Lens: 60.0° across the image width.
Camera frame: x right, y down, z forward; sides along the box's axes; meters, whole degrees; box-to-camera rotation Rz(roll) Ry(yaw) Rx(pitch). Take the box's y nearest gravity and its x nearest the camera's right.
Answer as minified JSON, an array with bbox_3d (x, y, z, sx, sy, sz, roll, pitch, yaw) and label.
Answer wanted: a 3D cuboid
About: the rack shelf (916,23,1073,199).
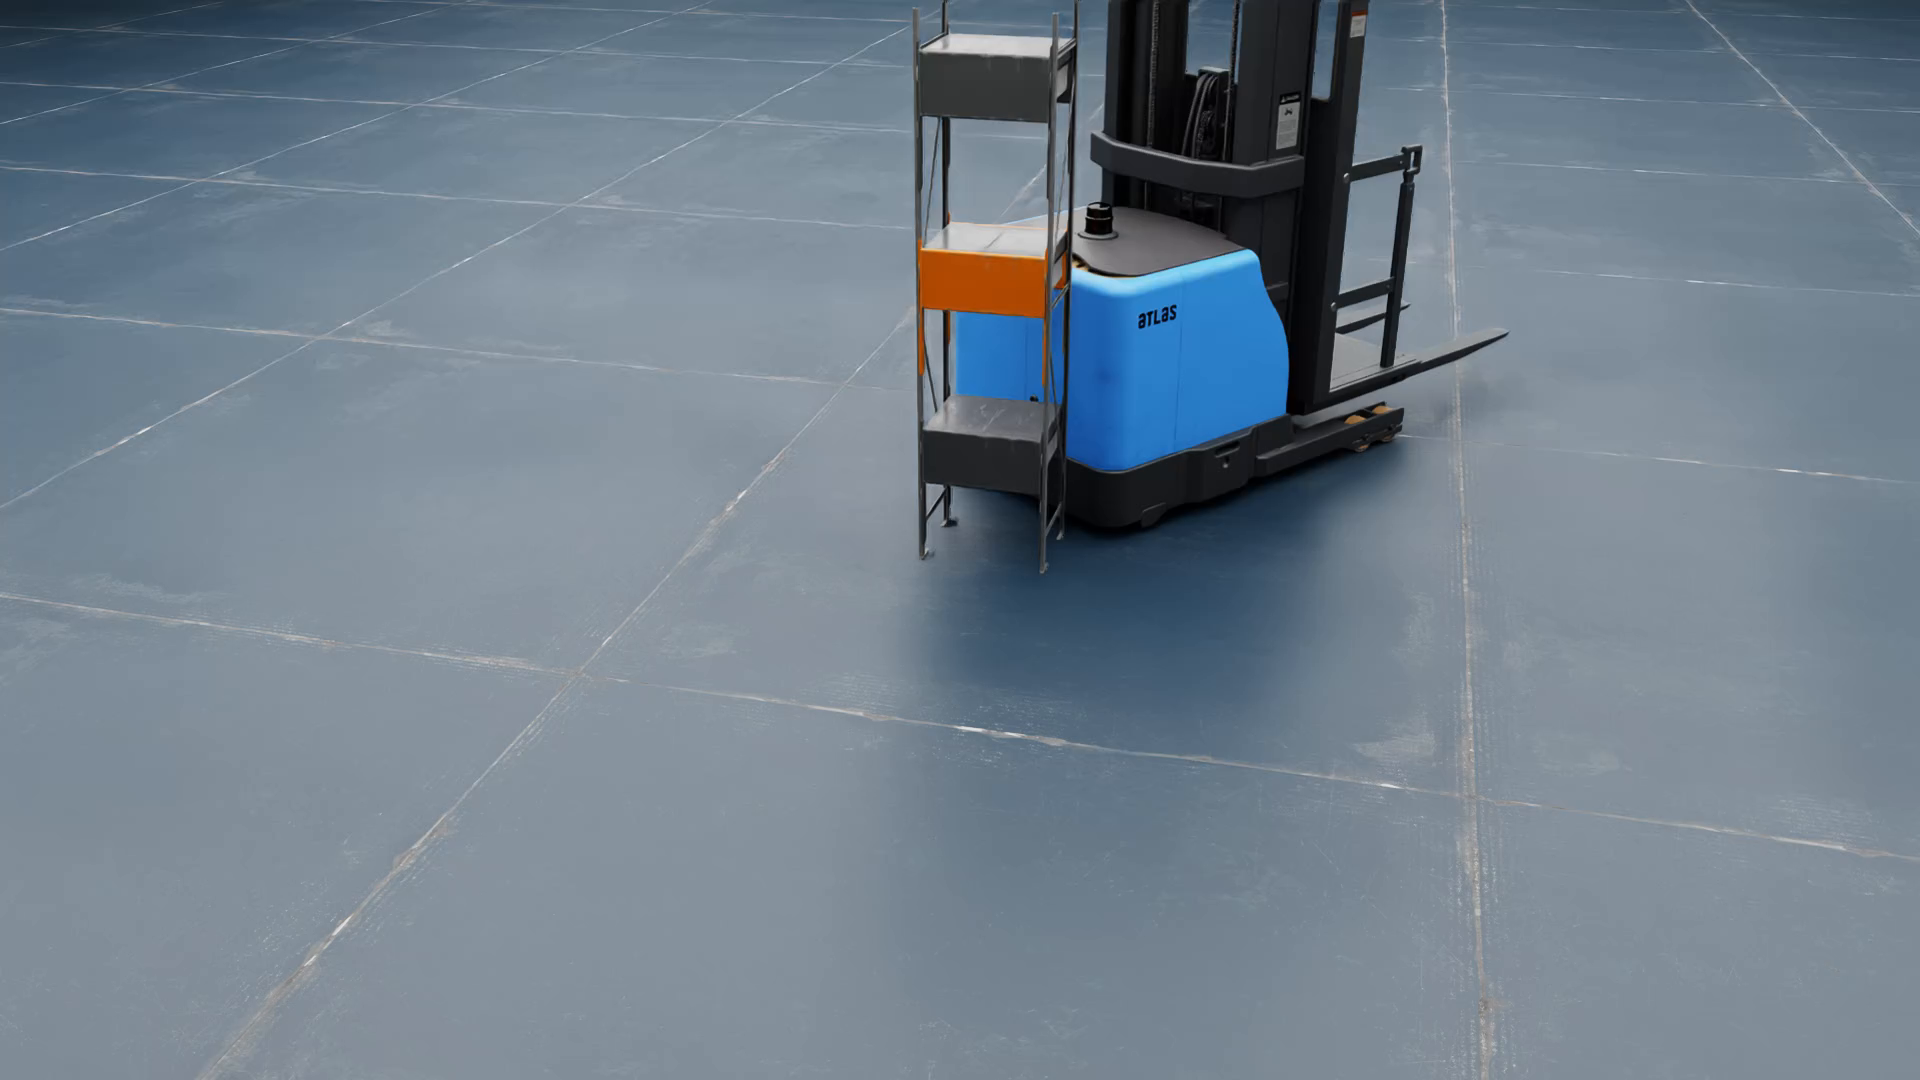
[{"bbox_3d":[0.133,-1.542,5.950,0.480,0.518,0.431,7,26,14],"label":"rack shelf"}]

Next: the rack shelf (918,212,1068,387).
[{"bbox_3d":[0.133,-0.910,6.251,0.480,0.518,0.431,7,26,14],"label":"rack shelf"}]

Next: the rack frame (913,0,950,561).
[{"bbox_3d":[-0.103,-0.950,6.302,0.015,2.100,0.400,7,26,14],"label":"rack frame"}]

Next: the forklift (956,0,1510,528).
[{"bbox_3d":[1.423,-1.879,7.287,3.031,2.935,1.130,-20,32,-35],"label":"forklift"}]

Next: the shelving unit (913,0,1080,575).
[{"bbox_3d":[0.133,-0.922,6.245,0.503,2.100,0.431,7,26,14],"label":"shelving unit"}]

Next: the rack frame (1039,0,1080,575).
[{"bbox_3d":[0.368,-0.895,6.187,0.015,2.100,0.400,7,26,14],"label":"rack frame"}]

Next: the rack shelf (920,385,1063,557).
[{"bbox_3d":[0.133,-0.278,6.551,0.480,0.518,0.431,7,26,14],"label":"rack shelf"}]
